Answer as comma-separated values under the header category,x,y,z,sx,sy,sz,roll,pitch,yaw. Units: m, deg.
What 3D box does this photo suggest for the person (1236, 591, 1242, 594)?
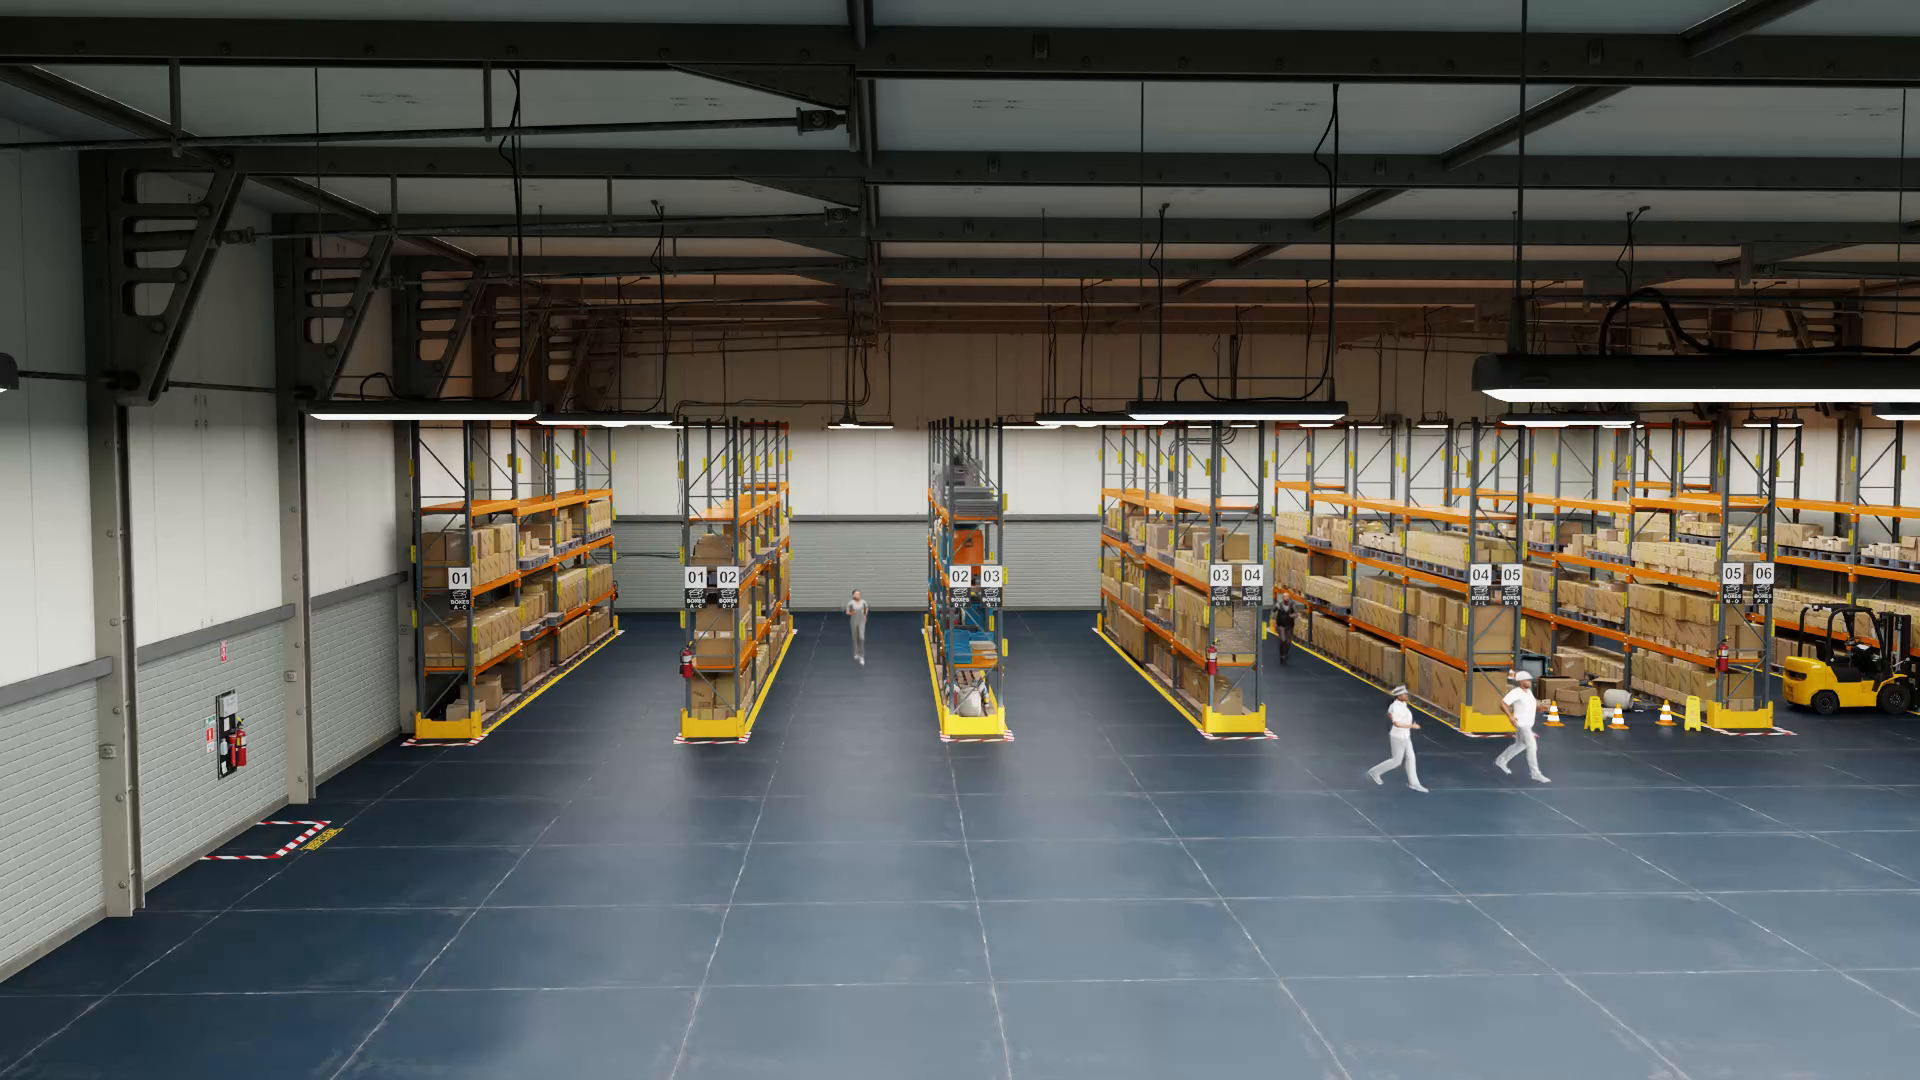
category,x,y,z,sx,sy,sz,roll,pitch,yaw
person,8.142,1.695,48.825,0.998,1.666,0.864,0,4,-6

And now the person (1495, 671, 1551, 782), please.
category,x,y,z,sx,sy,sz,roll,pitch,yaw
person,9.234,3.029,27.244,0.966,1.760,0.705,3,5,37

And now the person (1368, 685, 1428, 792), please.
category,x,y,z,sx,sy,sz,roll,pitch,yaw
person,6.971,3.141,26.409,0.920,1.699,0.581,2,4,23

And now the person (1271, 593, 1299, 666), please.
category,x,y,z,sx,sy,sz,roll,pitch,yaw
person,8.025,2.186,41.025,0.630,1.780,0.776,0,4,-3

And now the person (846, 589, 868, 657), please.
category,x,y,z,sx,sy,sz,roll,pitch,yaw
person,-2.427,1.954,39.336,0.551,1.587,0.729,-1,4,-9
